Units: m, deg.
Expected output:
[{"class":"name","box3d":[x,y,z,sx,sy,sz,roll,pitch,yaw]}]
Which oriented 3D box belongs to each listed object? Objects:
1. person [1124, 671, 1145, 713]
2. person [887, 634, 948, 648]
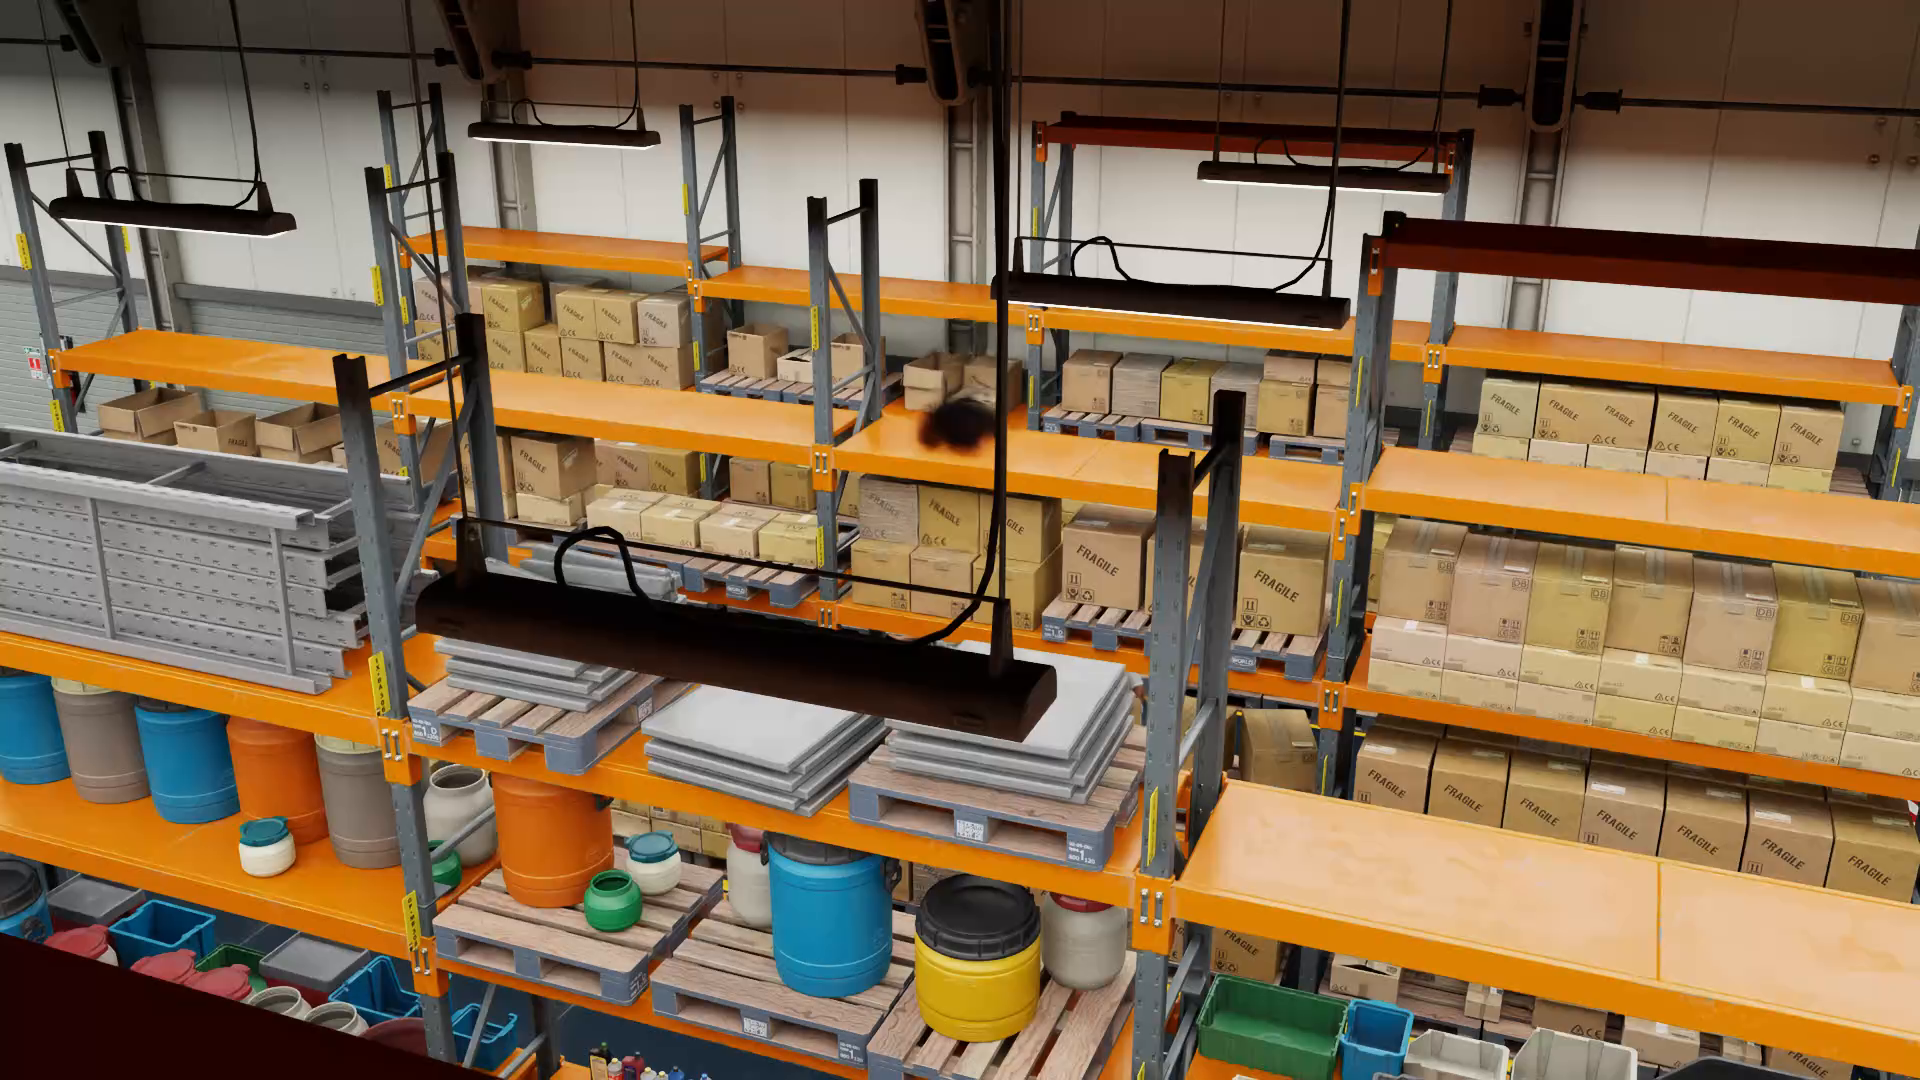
[{"class":"person","box3d":[1.482,1.630,15.623,0.796,1.784,0.655,8,22,21]},{"class":"person","box3d":[-0.405,1.130,17.165,0.847,1.733,0.670,-9,23,-22]}]
